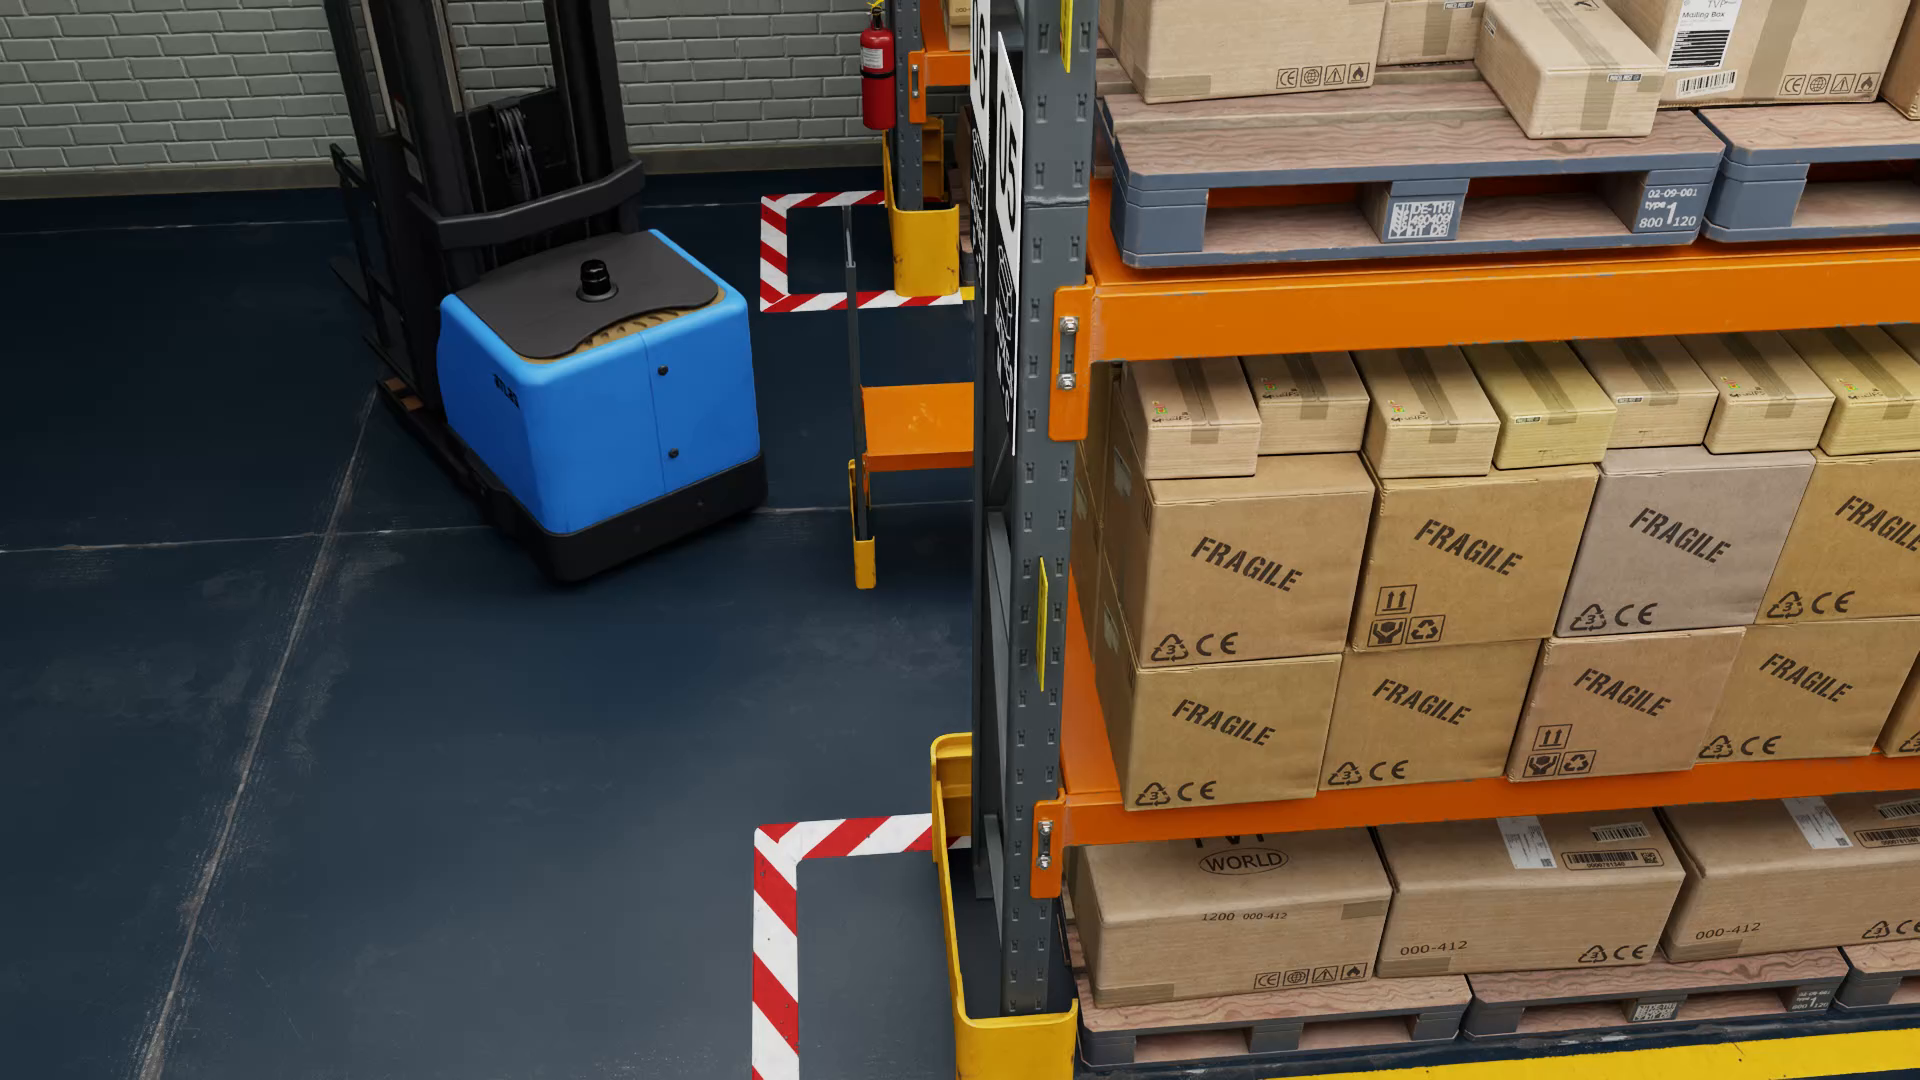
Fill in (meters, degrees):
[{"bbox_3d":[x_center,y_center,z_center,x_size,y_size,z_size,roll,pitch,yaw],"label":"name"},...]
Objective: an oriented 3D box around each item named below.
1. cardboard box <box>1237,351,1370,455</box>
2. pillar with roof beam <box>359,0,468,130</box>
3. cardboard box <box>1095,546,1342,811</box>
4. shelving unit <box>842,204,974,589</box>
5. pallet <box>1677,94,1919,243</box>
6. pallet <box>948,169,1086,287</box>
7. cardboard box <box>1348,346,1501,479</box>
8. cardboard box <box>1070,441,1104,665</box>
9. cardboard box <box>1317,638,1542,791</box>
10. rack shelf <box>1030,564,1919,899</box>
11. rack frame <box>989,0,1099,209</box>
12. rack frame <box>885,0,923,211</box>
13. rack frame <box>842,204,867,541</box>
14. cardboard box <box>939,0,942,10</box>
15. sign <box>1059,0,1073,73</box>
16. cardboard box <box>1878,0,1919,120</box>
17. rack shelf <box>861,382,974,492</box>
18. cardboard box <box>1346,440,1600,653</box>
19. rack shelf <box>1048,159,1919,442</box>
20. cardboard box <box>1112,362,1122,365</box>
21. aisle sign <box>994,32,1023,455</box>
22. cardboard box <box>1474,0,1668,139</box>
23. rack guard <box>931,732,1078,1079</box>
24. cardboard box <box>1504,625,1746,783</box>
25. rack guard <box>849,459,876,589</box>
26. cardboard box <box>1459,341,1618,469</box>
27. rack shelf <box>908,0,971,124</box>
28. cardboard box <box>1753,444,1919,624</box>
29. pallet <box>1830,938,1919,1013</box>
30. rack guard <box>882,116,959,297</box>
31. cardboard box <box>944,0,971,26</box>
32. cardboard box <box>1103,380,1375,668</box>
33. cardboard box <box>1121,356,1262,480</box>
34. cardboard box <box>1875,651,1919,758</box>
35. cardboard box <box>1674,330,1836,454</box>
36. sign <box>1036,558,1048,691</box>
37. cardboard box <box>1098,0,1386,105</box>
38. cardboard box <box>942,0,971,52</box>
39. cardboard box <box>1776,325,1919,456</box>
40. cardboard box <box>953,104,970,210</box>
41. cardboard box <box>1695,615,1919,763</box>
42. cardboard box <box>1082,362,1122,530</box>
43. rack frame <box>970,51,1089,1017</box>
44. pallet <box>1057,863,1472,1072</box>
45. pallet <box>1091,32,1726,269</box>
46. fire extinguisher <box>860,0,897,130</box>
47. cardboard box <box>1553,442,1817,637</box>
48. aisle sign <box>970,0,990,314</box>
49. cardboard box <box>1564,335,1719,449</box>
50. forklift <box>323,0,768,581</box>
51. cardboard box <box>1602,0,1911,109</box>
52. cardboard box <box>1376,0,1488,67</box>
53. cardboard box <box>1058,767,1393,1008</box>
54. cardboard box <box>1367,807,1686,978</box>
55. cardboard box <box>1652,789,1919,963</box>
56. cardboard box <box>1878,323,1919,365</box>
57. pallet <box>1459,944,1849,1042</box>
[{"bbox_3d":[0.777,-0.369,3.885,0.250,0.149,0.380,-2,38,-3],"label":"cardboard box"},{"bbox_3d":[-2.683,-2.945,3.718,0.400,9.000,9.100,-3,38,-4],"label":"pillar with roof beam"},{"bbox_3d":[0.648,0.336,4.322,0.500,0.500,0.500,-3,38,-4],"label":"cardboard box"},{"bbox_3d":[0.076,-0.593,6.791,1.083,1.500,0.587,-3,38,-4],"label":"shelving unit"},{"bbox_3d":[2.100,-1.035,3.790,1.213,0.211,1.003,-3,38,-4],"label":"pallet"},{"bbox_3d":[0.571,-1.792,9.351,1.213,0.211,1.003,-3,38,-4],"label":"pallet"},{"bbox_3d":[1.046,-0.313,3.813,0.250,0.149,0.380,-2,38,-3],"label":"cardboard box"},{"bbox_3d":[0.601,-0.005,4.754,0.500,0.500,0.500,-3,38,-4],"label":"cardboard box"},{"bbox_3d":[1.149,0.291,4.379,0.500,0.500,0.500,-4,38,-5],"label":"cardboard box"},{"bbox_3d":[2.137,0.397,4.906,4.000,0.370,1.077,-3,38,-4],"label":"rack shelf"},{"bbox_3d":[0.144,-2.131,2.686,0.127,3.000,1.000,-3,38,-4],"label":"rack frame"},{"bbox_3d":[-0.299,-2.838,8.425,0.127,3.000,1.000,-3,38,-4],"label":"rack frame"},{"bbox_3d":[-0.421,-0.566,6.756,0.032,1.500,0.500,-3,38,-4],"label":"rack frame"},{"bbox_3d":[0.007,-2.923,8.736,0.250,0.149,0.380,-4,38,-4],"label":"cardboard box"},{"bbox_3d":[0.188,-0.985,2.885,0.005,0.325,0.100,-3,38,-4],"label":"sign"},{"bbox_3d":[2.166,-1.215,3.446,0.500,0.500,0.500,-3,38,-3],"label":"cardboard box"},{"bbox_3d":[0.085,-0.452,6.903,1.000,0.185,0.538,-3,38,-4],"label":"rack shelf"},{"bbox_3d":[1.162,-0.091,4.056,0.500,0.500,0.500,-4,38,-5],"label":"cardboard box"},{"bbox_3d":[2.137,-0.781,3.977,4.000,0.370,1.077,-3,38,-4],"label":"rack shelf"},{"bbox_3d":[0.484,-0.605,4.184,0.250,0.149,0.380,-3,38,-3],"label":"cardboard box"},{"bbox_3d":[0.098,-0.613,3.507,0.004,0.787,0.394,-3,38,-4],"label":"aisle sign"},{"bbox_3d":[1.249,-0.977,3.428,0.250,0.149,0.380,-2,38,-2],"label":"cardboard box"},{"bbox_3d":[0.120,1.207,5.317,0.348,0.500,1.175,-3,38,-4],"label":"rack guard"},{"bbox_3d":[1.658,0.274,4.400,0.500,0.500,0.500,-3,38,-4],"label":"cardboard box"},{"bbox_3d":[-0.420,-0.075,7.143,0.087,0.250,0.587,-3,38,-4],"label":"rack guard"},{"bbox_3d":[1.307,-0.338,3.845,0.250,0.149,0.380,-4,38,-5],"label":"cardboard box"},{"bbox_3d":[1.693,-2.665,8.787,4.000,0.370,1.077,-3,38,-4],"label":"rack shelf"},{"bbox_3d":[2.171,-0.152,4.133,0.500,0.500,0.500,-3,38,-4],"label":"cardboard box"},{"bbox_3d":[3.364,1.093,5.694,1.213,0.211,1.003,-3,38,-4],"label":"pallet"},{"bbox_3d":[-0.223,-1.861,9.205,0.348,0.500,1.175,-3,38,-4],"label":"rack guard"},{"bbox_3d":[0.177,-2.755,8.201,0.500,0.250,0.500,-3,38,-4],"label":"cardboard box"},{"bbox_3d":[0.648,-0.058,4.014,0.500,0.500,0.500,-4,38,-5],"label":"cardboard box"},{"bbox_3d":[0.523,-0.311,3.811,0.250,0.149,0.380,-2,38,-3],"label":"cardboard box"},{"bbox_3d":[2.678,0.217,4.473,0.500,0.500,0.500,-4,38,-5],"label":"cardboard box"},{"bbox_3d":[1.816,-0.373,3.889,0.250,0.149,0.380,-3,38,-4],"label":"cardboard box"},{"bbox_3d":[0.188,0.196,3.817,0.005,0.325,0.100,-3,38,-4],"label":"sign"},{"bbox_3d":[0.585,-1.179,3.602,0.500,0.250,0.500,-6,39,-8],"label":"cardboard box"},{"bbox_3d":[0.053,-2.588,8.311,0.250,0.149,0.380,-3,38,-4],"label":"cardboard box"},{"bbox_3d":[2.071,-0.370,3.886,0.250,0.149,0.380,-4,38,-5],"label":"cardboard box"},{"bbox_3d":[0.319,-1.998,9.037,0.637,0.503,0.797,-5,39,-6],"label":"cardboard box"},{"bbox_3d":[2.155,0.236,4.448,0.500,0.500,0.500,-2,38,-2],"label":"cardboard box"},{"bbox_3d":[0.604,-0.381,4.423,0.500,0.500,0.500,-2,38,-2],"label":"cardboard box"},{"bbox_3d":[0.144,0.224,4.544,0.127,3.000,1.000,-3,38,-4],"label":"rack frame"},{"bbox_3d":[0.934,1.227,5.525,1.213,0.211,1.003,-3,38,-4],"label":"pallet"},{"bbox_3d":[0.882,-0.966,3.702,1.213,0.211,1.003,-3,38,-4],"label":"pallet"},{"bbox_3d":[-0.405,-2.368,8.193,0.183,0.674,0.296,-3,38,-4],"label":"fire extinguisher"},{"bbox_3d":[1.674,-0.124,4.097,0.500,0.500,0.500,-3,38,-4],"label":"cardboard box"},{"bbox_3d":[0.045,-0.984,3.976,0.004,0.787,0.394,-3,38,-4],"label":"aisle sign"},{"bbox_3d":[1.564,-0.385,3.905,0.250,0.149,0.380,-3,38,-4],"label":"cardboard box"},{"bbox_3d":[-2.148,-1.839,7.214,1.130,2.935,3.031,-25,45,-28],"label":"forklift"},{"bbox_3d":[1.640,-1.174,3.547,0.500,0.311,0.500,-2,38,-3],"label":"cardboard box"},{"bbox_3d":[0.995,-1.211,3.725,0.250,0.149,0.380,-6,39,-7],"label":"cardboard box"},{"bbox_3d":[0.793,0.967,5.332,0.875,0.438,0.875,-4,38,-6],"label":"cardboard box"},{"bbox_3d":[1.704,0.912,5.402,0.875,0.438,0.875,-2,38,-3],"label":"cardboard box"},{"bbox_3d":[2.602,0.864,5.463,0.875,0.438,0.875,-4,38,-5],"label":"cardboard box"},{"bbox_3d":[2.328,-0.414,3.942,0.250,0.149,0.380,-3,38,-4],"label":"cardboard box"},{"bbox_3d":[2.146,1.162,5.607,1.213,0.211,1.003,-3,38,-4],"label":"pallet"}]
